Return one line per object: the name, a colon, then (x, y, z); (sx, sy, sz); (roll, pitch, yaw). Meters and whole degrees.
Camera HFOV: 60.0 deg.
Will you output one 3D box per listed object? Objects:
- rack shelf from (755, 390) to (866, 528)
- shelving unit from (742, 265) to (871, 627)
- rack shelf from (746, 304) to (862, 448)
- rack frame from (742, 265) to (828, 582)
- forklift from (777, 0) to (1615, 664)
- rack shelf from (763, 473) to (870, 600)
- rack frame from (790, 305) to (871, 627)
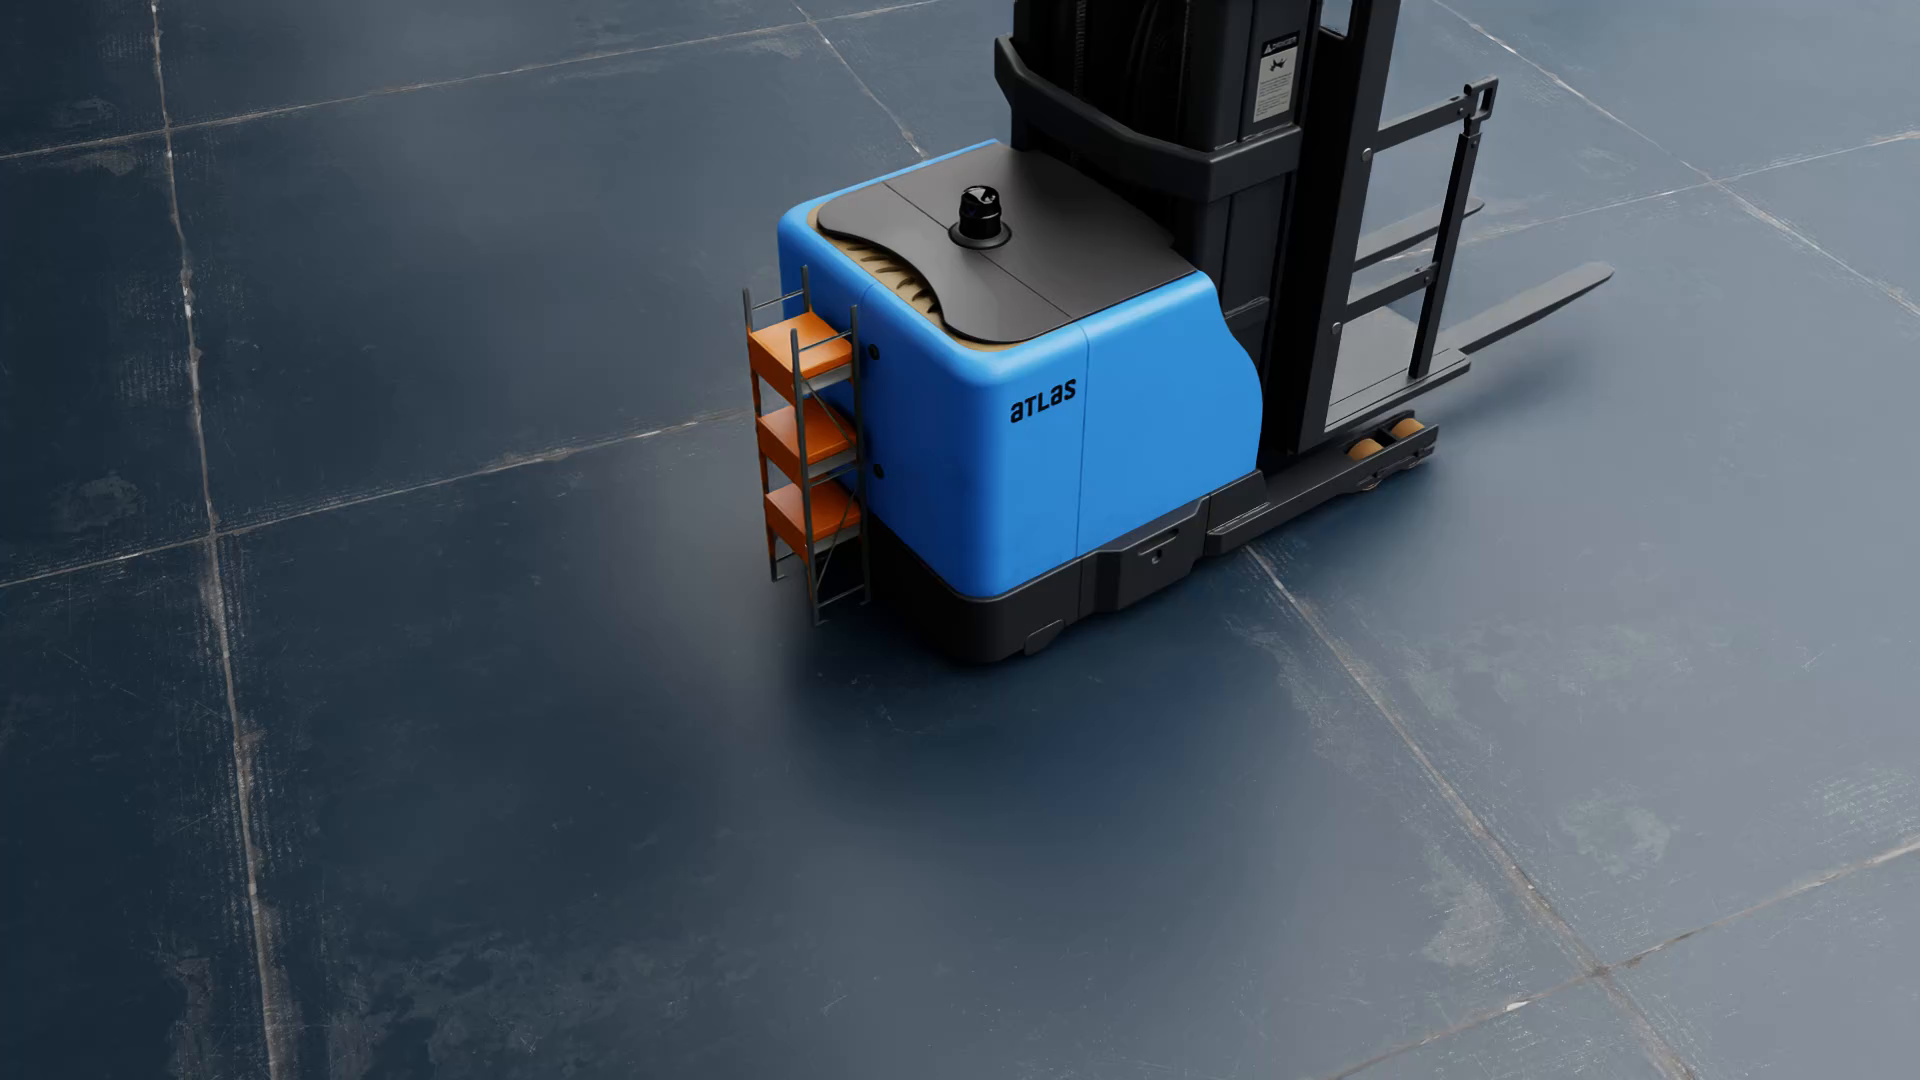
rack shelf: (-0.424, -0.235, 4.734); (0.215, 0.259, 0.240); (-25, 47, -26)
shelving unit: (-0.424, -0.243, 4.727); (0.215, 1.050, 0.252); (-25, 47, -26)
rack shelf: (-0.424, -0.450, 4.549); (0.215, 0.259, 0.240); (-25, 47, -26)
rack frame: (-0.495, -0.307, 4.802); (0.200, 1.050, 0.008); (-25, 47, -26)
forklift: (0.962, -1.529, 4.781); (3.031, 2.935, 1.130); (-25, 47, -26)
rack shelf: (-0.424, -0.024, 4.915); (0.215, 0.259, 0.240); (-25, 47, -26)
rack frame: (-0.353, -0.178, 4.652); (0.200, 1.050, 0.008); (-25, 47, -26)
